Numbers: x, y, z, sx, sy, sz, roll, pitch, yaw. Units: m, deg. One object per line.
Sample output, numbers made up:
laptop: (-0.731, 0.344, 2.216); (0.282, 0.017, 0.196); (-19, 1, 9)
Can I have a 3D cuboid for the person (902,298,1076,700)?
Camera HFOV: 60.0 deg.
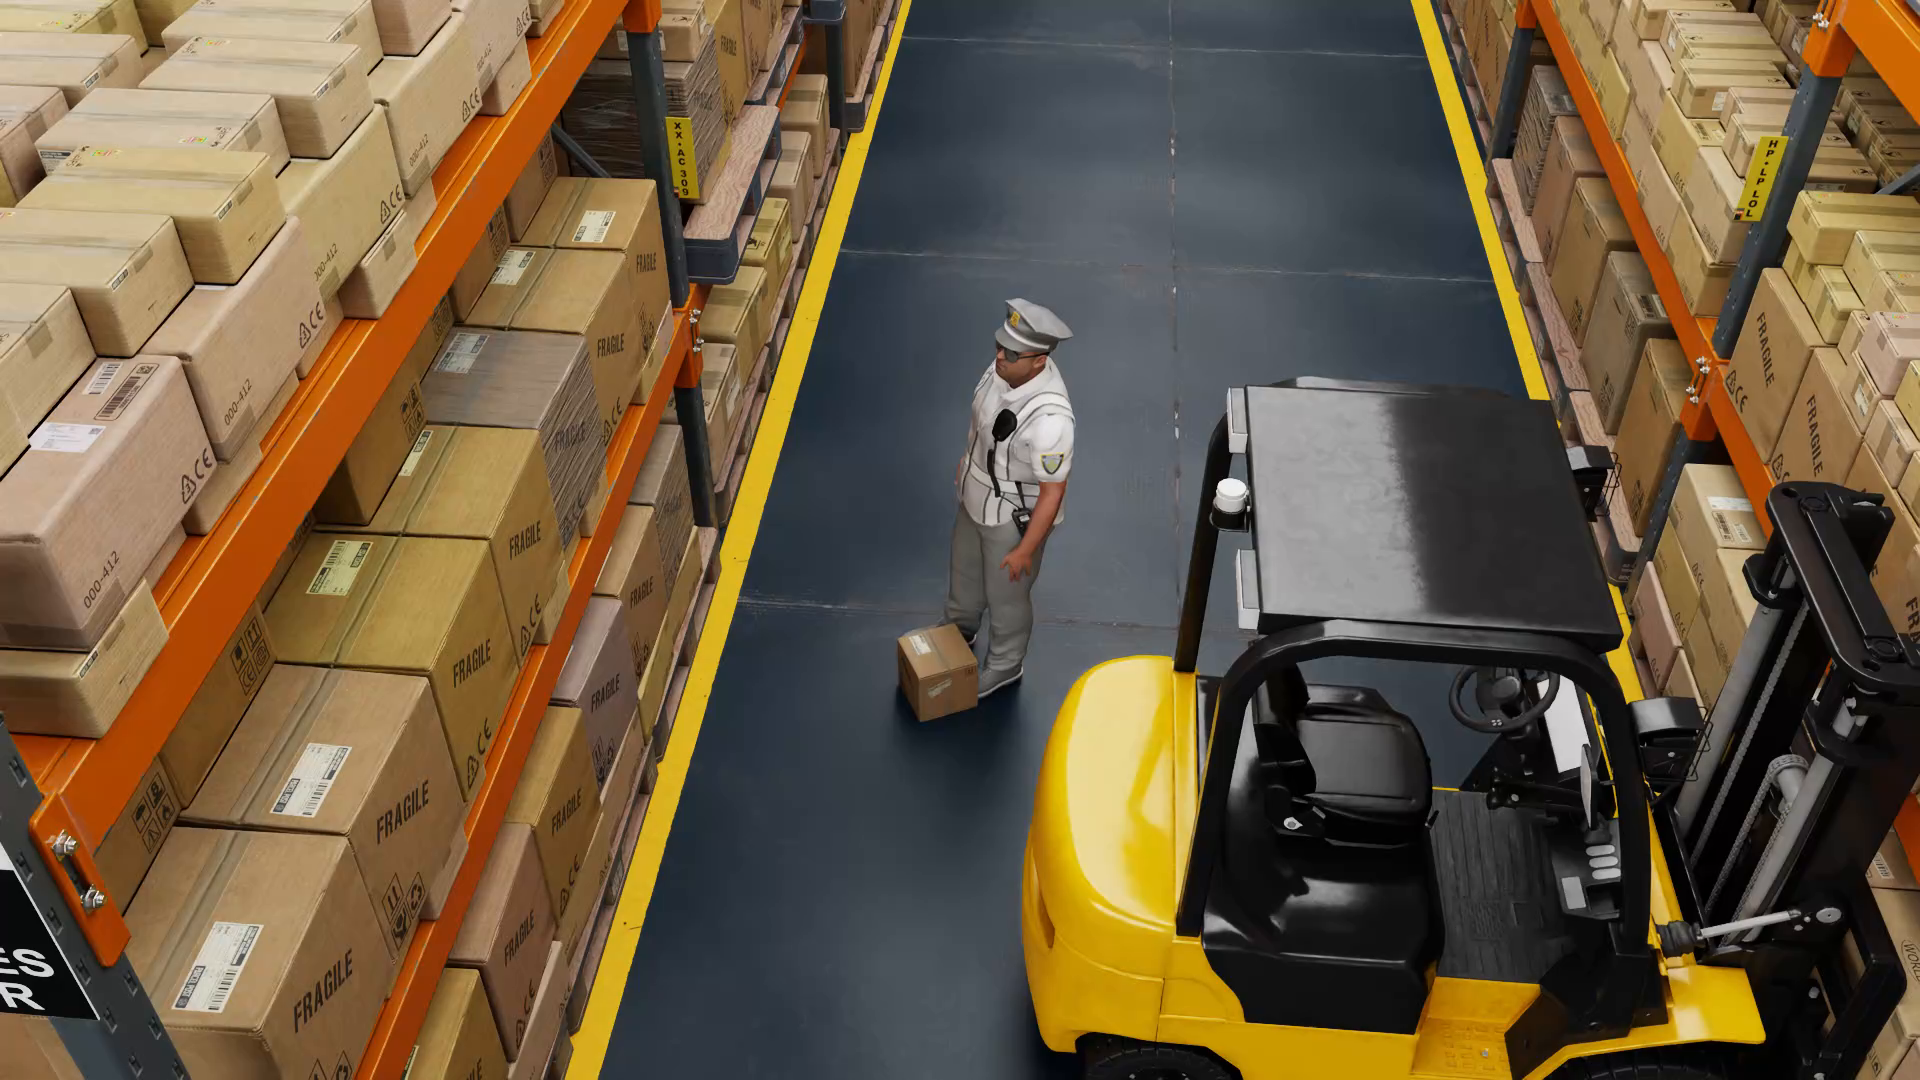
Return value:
person: (0.101, -0.129, 6.269); (0.575, 1.781, 0.640); (-13, 41, -15)
